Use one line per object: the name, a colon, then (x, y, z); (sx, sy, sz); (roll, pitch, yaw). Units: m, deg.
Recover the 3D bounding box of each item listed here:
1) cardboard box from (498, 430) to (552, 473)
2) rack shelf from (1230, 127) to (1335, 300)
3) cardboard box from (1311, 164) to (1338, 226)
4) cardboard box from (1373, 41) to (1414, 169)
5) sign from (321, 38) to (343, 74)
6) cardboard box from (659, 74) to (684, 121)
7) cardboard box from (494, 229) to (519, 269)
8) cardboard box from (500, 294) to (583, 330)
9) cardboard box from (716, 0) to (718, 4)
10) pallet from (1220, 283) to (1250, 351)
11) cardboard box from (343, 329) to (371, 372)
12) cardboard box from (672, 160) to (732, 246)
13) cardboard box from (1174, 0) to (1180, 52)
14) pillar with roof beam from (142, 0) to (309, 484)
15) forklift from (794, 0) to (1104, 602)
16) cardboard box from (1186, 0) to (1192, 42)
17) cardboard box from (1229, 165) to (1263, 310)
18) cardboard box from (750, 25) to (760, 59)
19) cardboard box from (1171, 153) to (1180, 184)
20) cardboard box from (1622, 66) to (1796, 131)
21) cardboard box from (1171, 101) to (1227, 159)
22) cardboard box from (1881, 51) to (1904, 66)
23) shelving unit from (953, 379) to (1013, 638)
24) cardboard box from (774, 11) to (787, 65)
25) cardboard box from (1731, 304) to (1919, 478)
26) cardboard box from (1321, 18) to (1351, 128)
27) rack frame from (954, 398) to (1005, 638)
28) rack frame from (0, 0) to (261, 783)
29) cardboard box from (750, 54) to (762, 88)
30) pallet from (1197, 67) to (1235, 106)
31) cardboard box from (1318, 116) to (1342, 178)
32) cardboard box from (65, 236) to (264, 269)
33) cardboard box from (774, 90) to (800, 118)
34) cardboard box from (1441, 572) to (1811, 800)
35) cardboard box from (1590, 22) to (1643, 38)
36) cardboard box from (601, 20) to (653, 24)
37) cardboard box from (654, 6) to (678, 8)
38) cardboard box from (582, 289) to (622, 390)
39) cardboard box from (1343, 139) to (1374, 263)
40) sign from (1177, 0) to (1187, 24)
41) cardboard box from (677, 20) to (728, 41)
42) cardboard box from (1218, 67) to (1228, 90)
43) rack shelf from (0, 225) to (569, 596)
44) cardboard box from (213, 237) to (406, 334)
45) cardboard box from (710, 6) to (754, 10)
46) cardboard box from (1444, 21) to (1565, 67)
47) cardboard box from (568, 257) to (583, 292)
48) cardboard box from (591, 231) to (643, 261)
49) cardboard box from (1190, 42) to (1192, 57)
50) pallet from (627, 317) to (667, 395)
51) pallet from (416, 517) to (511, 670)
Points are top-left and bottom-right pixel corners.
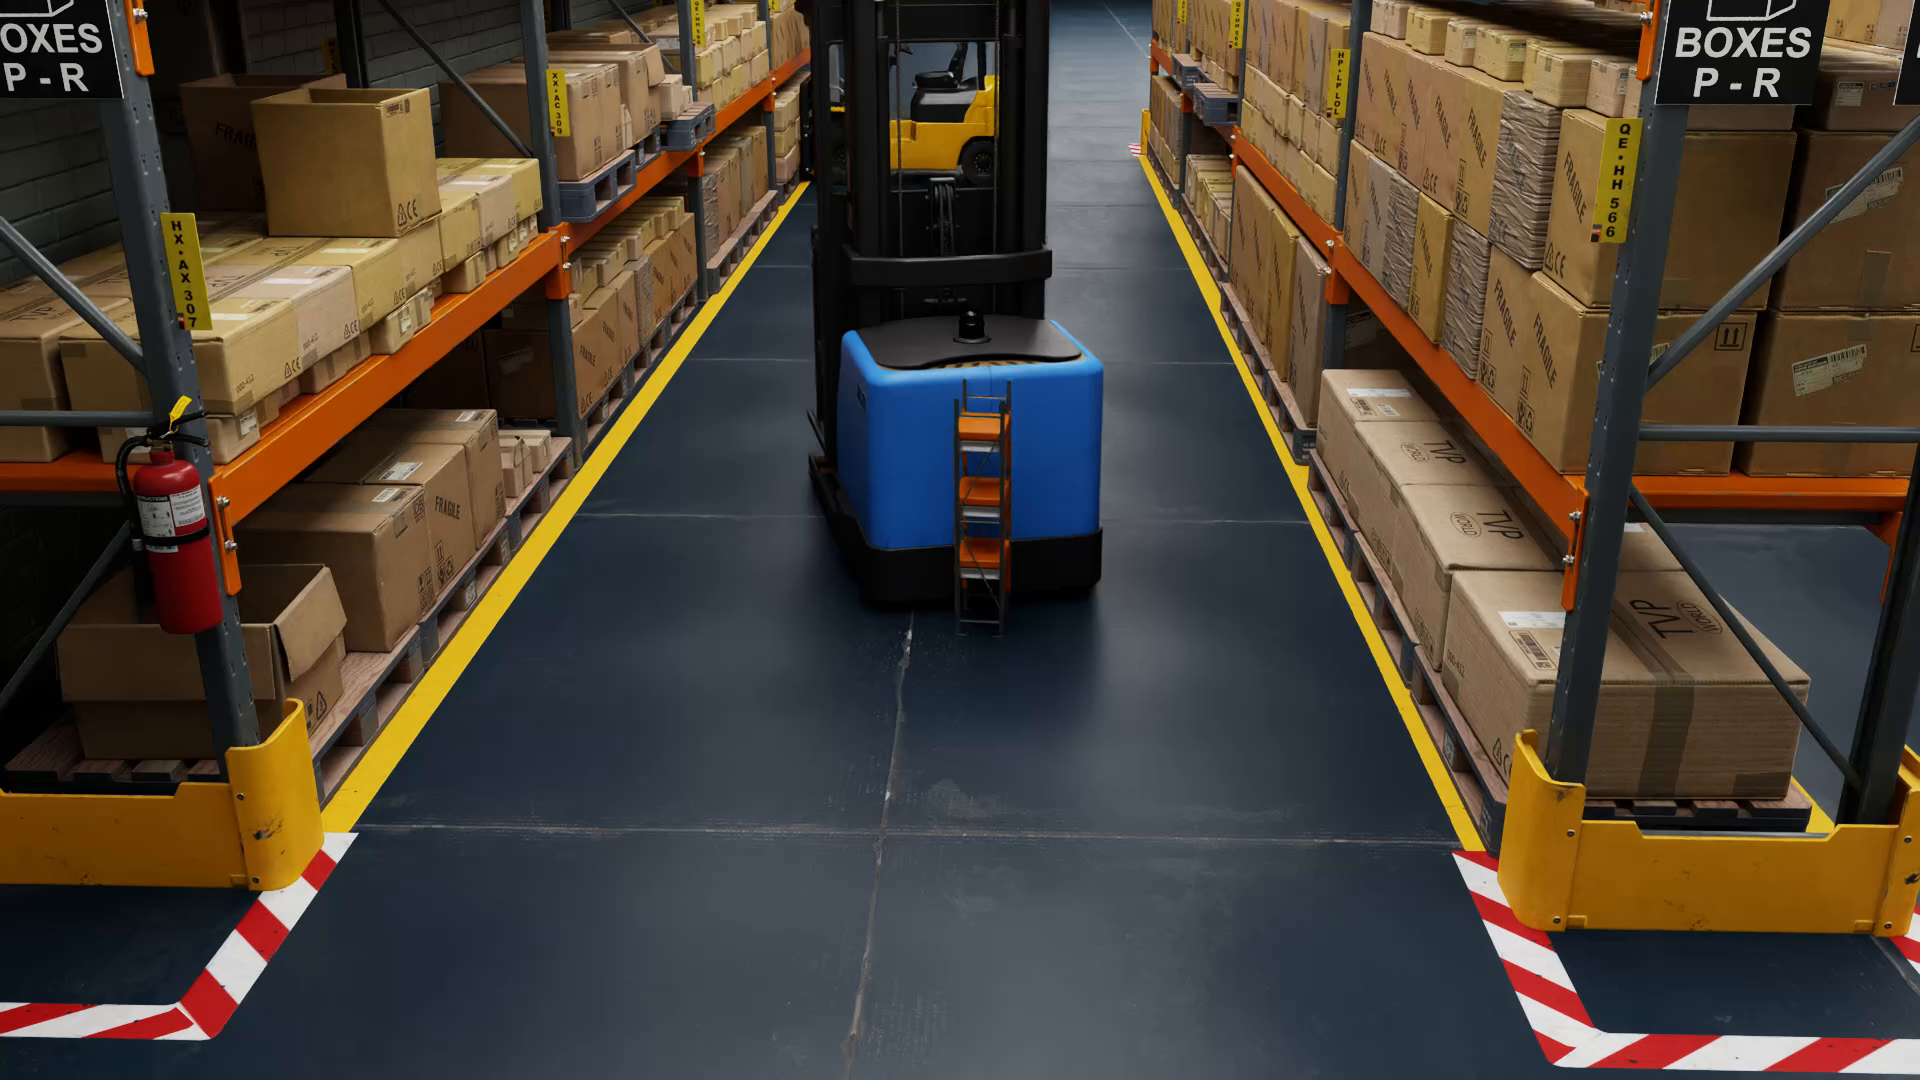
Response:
cardboard box: (-2.281, -0.449, 8.401); (0.380, 0.149, 0.250); (0, 21, 0)
rack shelf: (2.464, -2.122, 10.345); (1.077, 0.370, 4.000); (1, 21, 2)
cardboard box: (2.165, -1.829, 8.803); (0.500, 0.250, 0.500); (0, 21, 0)
cardboard box: (2.125, -1.895, 7.245); (0.500, 0.500, 0.500); (0, 21, 1)
sign: (-3.113, -2.332, 8.291); (0.100, 0.325, 0.005); (1, 21, 2)
cardboard box: (-2.145, -2.974, 11.175); (0.500, 0.250, 0.500); (0, 21, -1)
cardboard box: (-2.285, -1.363, 7.743); (0.380, 0.149, 0.250); (1, 21, 3)
cardboard box: (-2.281, -1.247, 9.074); (0.380, 0.149, 0.250); (2, 21, 4)
cardboard box: (-2.589, -5.239, 16.349); (0.380, 0.149, 0.250); (0, 21, 0)
pallet: (2.426, -1.596, 11.850); (1.003, 0.211, 1.213); (1, 21, 2)
cardboard box: (-2.389, -0.714, 6.071); (0.380, 0.149, 0.250); (1, 21, 2)
cardboard box: (-2.392, -2.784, 13.759); (0.875, 0.625, 0.625); (1, 21, 3)
cardboard box: (2.421, -5.161, 16.635); (0.500, 0.500, 0.500); (1, 21, 3)
pillar with roof beam: (0.823, -4.295, 6.658); (9.100, 9.000, 0.400); (1, 21, 2)
forklift: (-0.183, -1.601, 8.102); (1.130, 2.935, 3.031); (-4, 22, -11)
cardboard box: (2.346, -4.841, 15.229); (0.500, 0.500, 0.500); (1, 21, 3)
cardboard box: (2.421, -2.137, 11.746); (0.875, 0.875, 0.875); (0, 21, 1)
cardboard box: (-2.082, -4.476, 14.935); (0.500, 0.250, 0.500); (0, 21, 0)
cardboard box: (2.396, -3.757, 16.786); (0.500, 0.250, 0.500); (2, 21, 4)
cardboard box: (2.093, -1.235, 4.647); (0.380, 0.149, 0.250); (1, 21, 2)
cardboard box: (2.397, -4.107, 16.651); (0.500, 0.500, 0.500); (0, 21, 1)
cardboard box: (7.221, -3.375, 12.442); (0.500, 0.500, 0.500); (1, 21, 2)
shelving unit: (0.096, -0.123, 6.879); (0.215, 1.050, 0.252); (3, 24, 7)
cardboard box: (-2.041, -5.072, 16.817); (0.500, 0.500, 0.500); (1, 21, 3)
cardboard box: (2.583, -0.505, 5.045); (0.500, 0.500, 0.500); (0, 21, 1)
cardboard box: (2.166, -2.411, 8.576); (0.500, 0.500, 0.500); (1, 21, 3)
rack frame: (0.079, -0.074, 6.769); (0.200, 1.050, 0.008); (3, 24, 7)
rack frame: (-2.680, -0.341, 4.761); (1.000, 3.000, 0.127); (1, 21, 2)
cardboard box: (-2.078, -4.243, 15.025); (0.500, 0.250, 0.500); (1, 21, 1)
pallet: (2.544, -3.807, 13.959); (1.003, 0.211, 1.213); (1, 21, 2)
cardboard box: (2.174, -2.059, 8.705); (0.500, 0.250, 0.500); (1, 21, 2)
cardboard box: (-2.894, -0.944, 6.112); (0.500, 0.250, 0.500); (1, 21, 3)
cardboard box: (-1.957, -4.596, 17.566); (0.500, 0.250, 0.500); (1, 21, 3)
cardboard box: (2.202, 0.471, 5.629); (0.875, 0.438, 0.875); (0, 21, 0)
cardboard box: (2.618, -1.884, 6.320); (0.380, 0.149, 0.250); (1, 21, 2)
cardboard box: (-2.716, -4.165, 13.583); (0.380, 0.149, 0.250); (0, 21, 1)
cardboard box: (-2.600, -4.808, 15.238); (0.380, 0.149, 0.250); (0, 21, 0)
cardboard box: (-2.312, -1.183, 9.805); (0.500, 0.500, 0.500); (0, 21, 1)
cardboard box: (2.128, -1.614, 7.903); (0.500, 0.500, 0.500); (1, 21, 3)
sign: (2.104, -5.033, 15.658); (0.100, 0.325, 0.005); (1, 21, 2)
cardboard box: (-2.103, -4.161, 13.572); (0.380, 0.149, 0.250); (1, 21, 3)
cardboard box: (2.199, -3.569, 12.848); (0.380, 0.149, 0.250); (0, 21, 1)
rack shelf: (-2.619, -0.729, 6.755); (1.077, 0.370, 4.000); (1, 21, 2)
cardboard box: (-2.369, -0.936, 6.092); (0.500, 0.250, 0.500); (0, 21, 1)
cardboard box: (-2.093, -4.809, 15.242); (0.380, 0.149, 0.250); (0, 21, 1)
cardboard box: (2.069, -1.887, 6.329); (0.380, 0.149, 0.250); (1, 21, 2)
cardboard box: (-2.321, -1.480, 9.264); (0.380, 0.149, 0.250); (0, 21, -1)
cardboard box: (-2.267, -1.906, 10.772); (0.380, 0.149, 0.250); (0, 21, -1)
cardboard box: (2.314, -4.509, 15.269); (0.380, 0.149, 0.250); (1, 21, 2)
pallet: (-2.537, -1.224, 10.892); (1.003, 0.211, 1.213); (1, 21, 2)
pallet: (-2.614, 0.203, 7.213); (1.003, 0.211, 1.213); (1, 21, 2)
